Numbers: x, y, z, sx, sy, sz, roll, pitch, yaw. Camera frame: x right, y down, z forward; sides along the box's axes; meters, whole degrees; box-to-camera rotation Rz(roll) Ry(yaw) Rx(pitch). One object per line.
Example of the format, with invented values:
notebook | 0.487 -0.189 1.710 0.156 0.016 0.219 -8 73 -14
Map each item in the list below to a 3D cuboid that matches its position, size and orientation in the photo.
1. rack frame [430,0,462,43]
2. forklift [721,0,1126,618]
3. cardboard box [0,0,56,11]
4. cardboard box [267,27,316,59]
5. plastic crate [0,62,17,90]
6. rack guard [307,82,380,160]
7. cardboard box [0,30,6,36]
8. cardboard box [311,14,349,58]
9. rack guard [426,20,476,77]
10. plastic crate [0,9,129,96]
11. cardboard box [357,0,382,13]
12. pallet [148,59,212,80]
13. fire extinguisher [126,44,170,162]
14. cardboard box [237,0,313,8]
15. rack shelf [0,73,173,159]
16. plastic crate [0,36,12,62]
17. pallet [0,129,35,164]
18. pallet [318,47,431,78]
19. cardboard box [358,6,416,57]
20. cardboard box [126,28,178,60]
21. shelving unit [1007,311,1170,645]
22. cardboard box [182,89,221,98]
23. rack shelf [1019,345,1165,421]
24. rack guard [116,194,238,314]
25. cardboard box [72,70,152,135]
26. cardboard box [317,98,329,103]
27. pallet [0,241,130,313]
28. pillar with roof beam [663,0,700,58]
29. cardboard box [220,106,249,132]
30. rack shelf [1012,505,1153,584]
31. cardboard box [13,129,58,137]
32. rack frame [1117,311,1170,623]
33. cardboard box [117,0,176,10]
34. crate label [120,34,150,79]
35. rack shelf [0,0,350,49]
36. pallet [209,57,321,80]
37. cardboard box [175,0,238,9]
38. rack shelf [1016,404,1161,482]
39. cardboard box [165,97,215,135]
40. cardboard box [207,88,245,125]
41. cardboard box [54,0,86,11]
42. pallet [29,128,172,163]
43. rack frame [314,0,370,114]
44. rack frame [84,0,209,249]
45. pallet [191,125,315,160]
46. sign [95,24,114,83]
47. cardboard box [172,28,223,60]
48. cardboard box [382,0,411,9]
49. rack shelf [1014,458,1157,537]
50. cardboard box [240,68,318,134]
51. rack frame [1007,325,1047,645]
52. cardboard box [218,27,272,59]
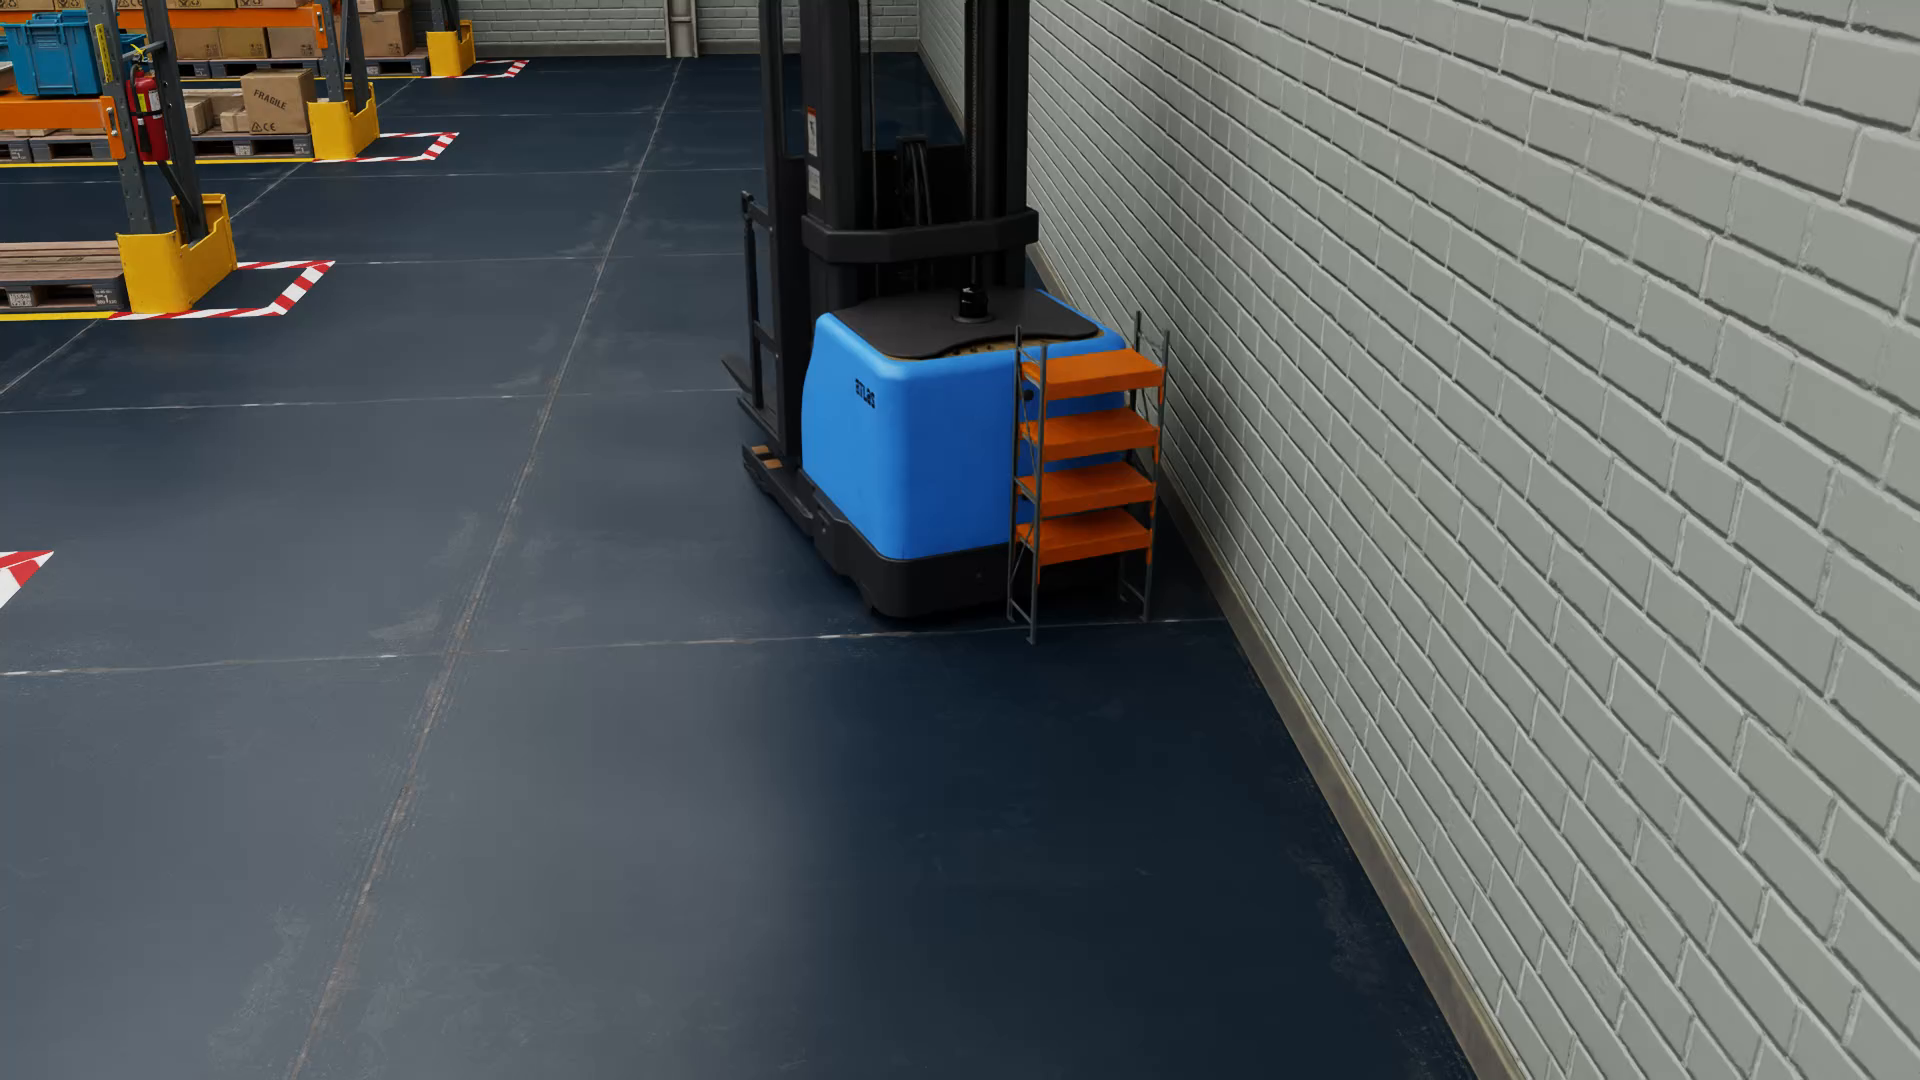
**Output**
rack frame | -6.098 -7.028 19.368 0.127 3.000 1.000 -2 24 -5
forklift | -0.382 -1.610 7.263 1.130 2.935 3.031 -10 26 -21
cardboard box | -8.047 -4.862 14.373 0.500 0.500 0.500 -2 24 -5
cardboard box | -7.784 -5.968 19.546 0.500 0.500 0.700 -3 24 -7
plastic crate | -5.918 -2.824 10.162 0.243 0.136 0.396 -2 24 -5
rack guard | -5.683 -3.880 15.364 0.348 0.500 1.175 -2 24 -5
cardboard box | -10.713 -5.999 19.183 0.750 0.750 0.750 -2 24 -5
cardboard box | -7.283 -5.989 19.591 0.500 0.500 0.700 -2 24 -5
rack guard | -6.075 -5.886 19.878 0.348 0.500 1.175 -2 24 -5
plastic crate | -5.440 -2.978 10.139 0.499 0.435 0.616 -2 24 -5
cardboard box | -6.895 -6.226 19.327 0.250 0.149 0.380 -3 24 -6
pallet | -9.315 -5.592 19.572 1.213 0.211 1.003 -2 24 -5
fire extinguisher | -4.930 -2.640 10.050 0.183 0.674 0.296 -2 24 -5
cardboard box | -6.027 -4.943 14.555 0.500 0.500 0.500 -2 24 -4
rack shelf | -7.115 -2.615 10.325 4.000 0.370 1.077 -2 24 -5
plastic crate | -6.058 -3.071 10.598 0.300 0.233 0.416 -2 24 -5
pallet | -8.905 -3.618 15.131 1.213 0.211 1.003 -2 24 -5
pallet | -6.886 -5.690 19.791 1.213 0.211 1.003 -2 24 -5
cardboard box | -6.785 -6.009 19.636 0.500 0.500 0.700 -2 24 -5
cardboard box | -9.325 -5.906 19.405 0.500 0.500 0.700 -2 24 -4
shelving unit | 0.471 -0.226 6.268 0.503 1.200 0.258 -10 28 -20
cardboard box | -7.172 -4.023 15.452 0.500 0.250 0.500 -2 24 -5
rack shelf | 0.476 -0.579 6.095 0.480 0.148 0.258 -10 28 -20
rack guard | -5.102 -1.887 10.880 0.348 0.500 1.175 -2 24 -5
cardboard box | -7.719 -4.003 15.095 0.637 0.503 0.797 -2 24 -5
cardboard box | -6.058 -4.046 15.628 0.250 0.149 0.380 -2 24 -5
pallet | -5.949 -1.732 10.886 1.213 0.211 1.003 -2 24 -5
pillar with roof beam | -3.073 -8.486 15.263 0.400 9.000 9.100 -2 24 -5
cardboard box | -6.537 -3.831 15.122 0.250 0.166 0.380 -2 24 -5
rack shelf | 0.467 0.013 6.385 0.480 0.148 0.258 -10 28 -20
cardboard box | -8.290 -3.740 14.918 0.250 0.166 0.380 -2 24 -5
rack frame | 0.696 -0.264 6.352 0.015 1.200 0.240 -10 28 -20
cardboard box | -7.040 -4.903 14.466 0.500 0.500 0.500 -2 24 -5
crate label | -5.403 -3.097 10.658 0.303 0.233 0.416 -2 24 -5
rack shelf | -7.598 -4.617 14.830 4.000 0.370 1.077 -2 24 -5
pallet | -8.098 -5.642 19.684 1.213 0.211 1.003 -2 24 -5
cardboard box | -6.543 -4.921 14.505 0.500 0.500 0.500 -2 24 -5
rack shelf | 0.473 -0.366 6.199 0.480 0.148 0.258 -10 28 -20
cardboard box | -7.073 -3.823 15.002 0.500 0.250 0.500 -2 24 -5
cardboard box | -6.674 -4.043 15.497 0.500 0.250 0.500 -2 24 -5
cardboard box | -7.541 -4.883 14.421 0.500 0.500 0.500 -3 24 -6
pallet | -7.688 -3.668 15.244 1.213 0.211 1.003 -2 24 -5
rack frame | -5.608 -5.025 14.863 0.127 3.000 1.000 -2 24 -5
rack frame | -5.125 -3.023 10.358 0.127 3.000 1.000 -2 24 -5
pallet | -6.477 -3.716 15.350 1.213 0.211 1.003 -2 24 -5
sign | -5.054 -2.876 9.827 0.005 0.325 0.100 -2 24 -5
cardboard box | -8.825 -5.925 19.447 0.500 0.500 0.700 -3 24 -6
cardboard box | -6.680 -6.391 19.698 0.250 0.149 0.380 -2 24 -5
rack shelf | 0.470 -0.165 6.297 0.480 0.148 0.258 -10 28 -20
cardboard box | -6.125 -3.963 15.009 0.500 0.500 0.500 -2 24 -5
rack frame | 0.245 -0.188 6.183 0.015 1.200 0.240 -10 28 -20
cardboard box | -8.314 -5.944 19.491 0.500 0.500 0.700 -2 24 -4
